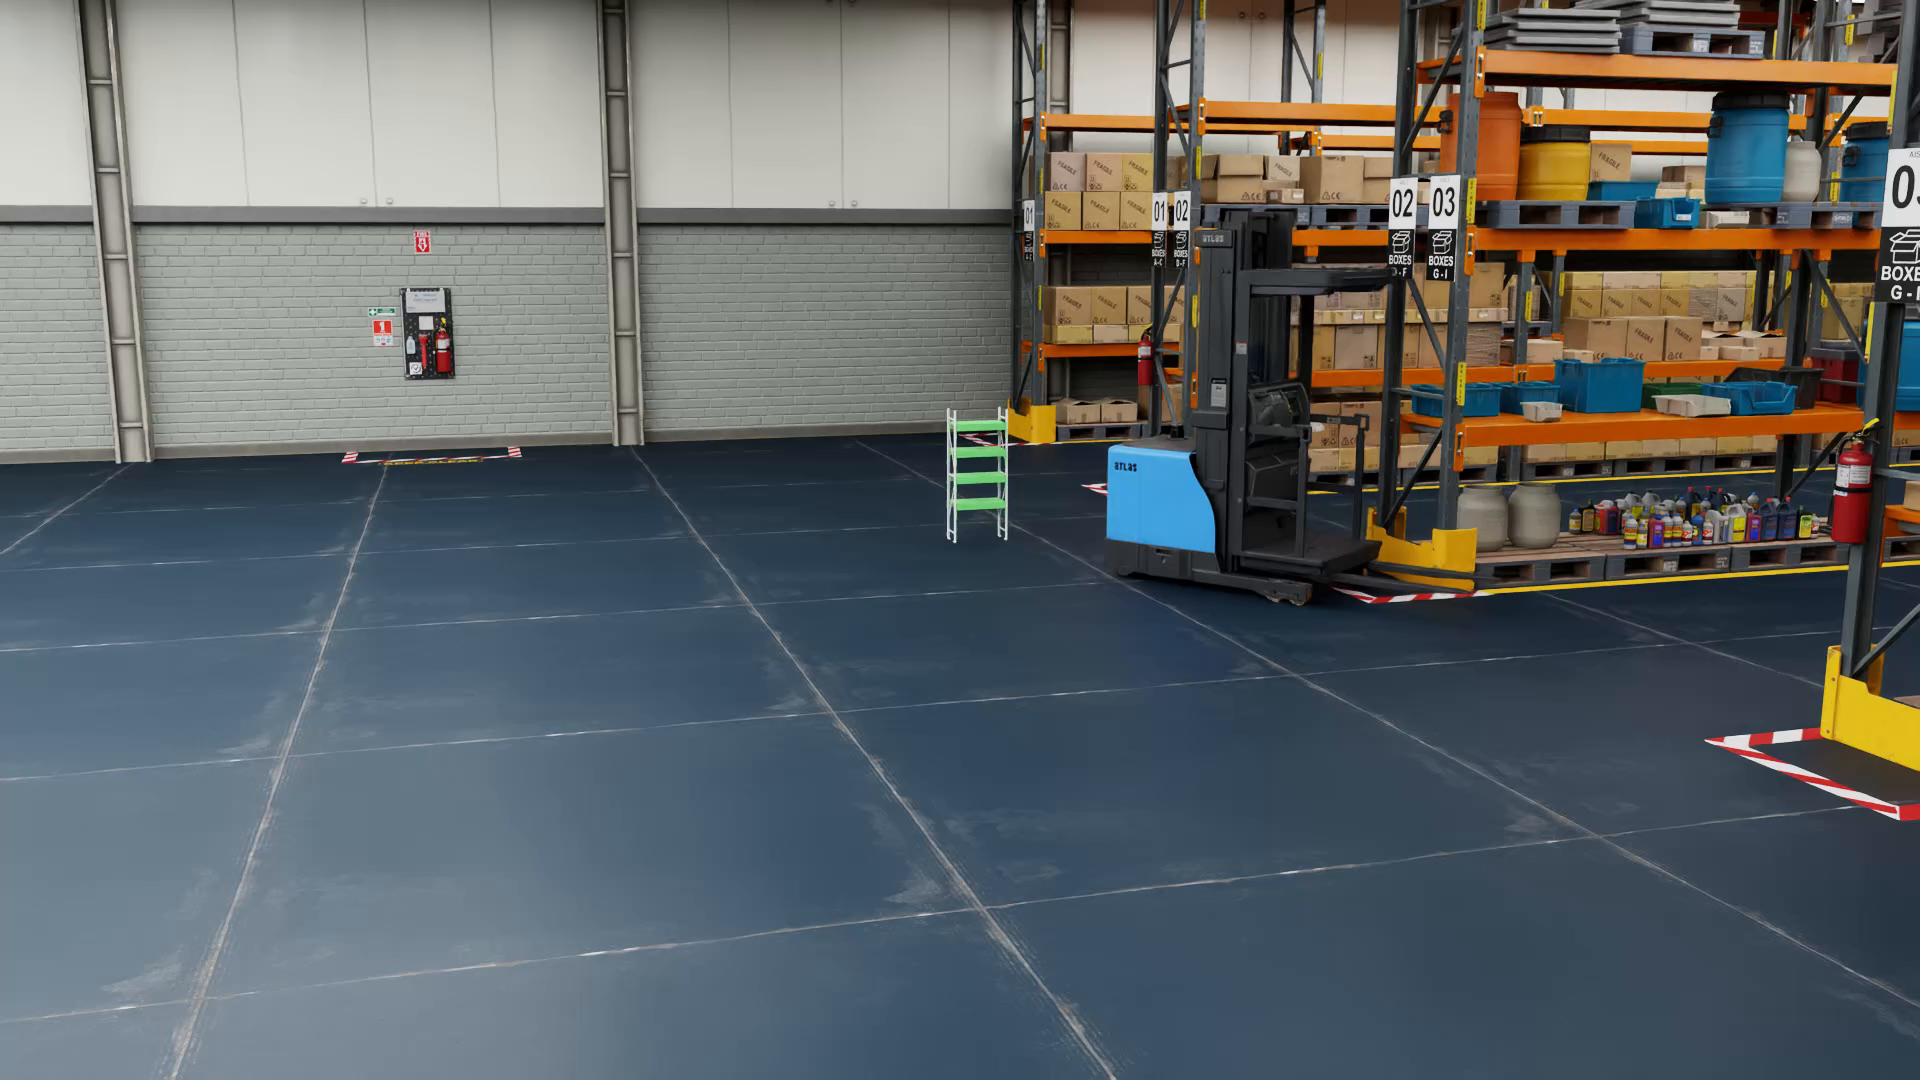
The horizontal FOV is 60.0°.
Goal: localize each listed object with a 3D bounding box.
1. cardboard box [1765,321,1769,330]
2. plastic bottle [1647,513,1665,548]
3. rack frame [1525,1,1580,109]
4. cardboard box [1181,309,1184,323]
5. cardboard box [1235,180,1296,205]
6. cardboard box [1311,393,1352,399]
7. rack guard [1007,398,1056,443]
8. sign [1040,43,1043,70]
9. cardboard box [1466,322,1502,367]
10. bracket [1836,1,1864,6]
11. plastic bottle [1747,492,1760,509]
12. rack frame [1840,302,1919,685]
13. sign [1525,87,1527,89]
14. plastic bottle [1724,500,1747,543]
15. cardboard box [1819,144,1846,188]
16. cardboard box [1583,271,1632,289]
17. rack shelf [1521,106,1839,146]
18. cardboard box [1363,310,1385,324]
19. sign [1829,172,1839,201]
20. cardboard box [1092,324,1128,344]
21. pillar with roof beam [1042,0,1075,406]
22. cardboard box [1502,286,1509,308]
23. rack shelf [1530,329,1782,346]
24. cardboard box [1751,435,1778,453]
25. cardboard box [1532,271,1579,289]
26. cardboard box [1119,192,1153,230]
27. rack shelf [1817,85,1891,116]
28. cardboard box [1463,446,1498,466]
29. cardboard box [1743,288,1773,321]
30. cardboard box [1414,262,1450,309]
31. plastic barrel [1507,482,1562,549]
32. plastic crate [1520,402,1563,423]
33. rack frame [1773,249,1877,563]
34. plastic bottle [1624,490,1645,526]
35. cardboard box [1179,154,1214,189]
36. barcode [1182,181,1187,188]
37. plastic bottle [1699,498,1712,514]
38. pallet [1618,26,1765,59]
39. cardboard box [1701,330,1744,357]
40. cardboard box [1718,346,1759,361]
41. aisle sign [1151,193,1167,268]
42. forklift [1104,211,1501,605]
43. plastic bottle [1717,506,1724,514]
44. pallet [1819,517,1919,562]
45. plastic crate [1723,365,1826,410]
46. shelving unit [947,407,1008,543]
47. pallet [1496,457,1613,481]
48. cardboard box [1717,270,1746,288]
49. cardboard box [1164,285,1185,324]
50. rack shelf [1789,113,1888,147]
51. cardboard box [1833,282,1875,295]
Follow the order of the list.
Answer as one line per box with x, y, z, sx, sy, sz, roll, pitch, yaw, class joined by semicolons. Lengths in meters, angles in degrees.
12.179;-3.301;25.536;0.250;0.149;0.380;-3;11;-15;cardboard box
5.722;-0.078;13.677;0.133;0.283;0.061;-3;11;-15;plastic bottle
8.584;-6.229;24.233;0.127;3.000;1.000;-3;11;-16;rack frame
2.604;-2.434;18.118;0.250;0.149;0.380;-3;11;-17;cardboard box
3.323;-3.794;18.157;0.500;0.250;0.500;-3;11;-16;cardboard box
4.159;-1.393;18.897;0.500;0.500;0.500;-3;11;-16;cardboard box
0.975;-1.649;22.824;0.348;0.500;1.175;-3;11;-16;rack guard
1.054;-6.228;21.430;0.005;0.325;0.100;-3;11;-16;sign
5.707;-2.241;18.863;0.500;0.500;0.700;-3;11;-17;cardboard box
15.826;-8.477;26.503;4.783;0.066;0.076;-3;11;-16;bracket
7.084;-0.289;14.855;0.097;0.271;0.097;0;10;0;plastic bottle
5.056;-0.291;8.545;0.127;3.000;1.000;-3;11;-16;rack frame
8.425;-6.863;24.657;0.005;0.325;0.100;-3;11;-16;sign
6.480;-0.159;13.931;0.185;0.351;0.144;-3;11;-16;plastic bottle
10.392;-4.455;19.842;0.500;0.500;0.500;-3;11;-16;cardboard box
9.607;-3.859;24.700;0.500;0.250;0.500;-3;11;-17;cardboard box
8.052;-4.717;19.108;4.000;0.370;1.077;-3;11;-16;rack shelf
4.456;-2.455;18.232;0.250;0.149;0.380;-3;11;-14;cardboard box
10.119;-4.089;19.248;0.005;0.325;0.100;-3;11;-16;sign
1.954;-2.808;22.579;0.500;0.250;0.500;-3;11;-18;cardboard box
2.536;-5.262;18.978;0.400;9.000;9.100;-3;11;-16;pillar with roof beam
7.606;-3.486;24.409;0.500;0.500;0.700;-4;11;-21;cardboard box
10.504;-3.026;25.391;4.000;0.370;1.077;-3;11;-16;rack shelf
9.535;-1.203;19.935;0.500;0.250;0.500;-3;11;-15;cardboard box
8.947;-3.921;25.040;0.500;0.250;0.500;-3;11;-14;cardboard box
2.316;-4.430;22.411;0.500;0.500;0.500;-2;11;-13;cardboard box
9.432;-3.855;14.430;4.000;0.370;1.077;-3;11;-16;rack shelf
5.747;-1.008;18.877;0.500;0.250;0.500;-3;11;-16;cardboard box
12.051;-3.619;25.473;0.500;0.500;0.500;-3;11;-17;cardboard box
5.222;-2.853;18.605;0.500;0.500;0.700;-3;11;-16;cardboard box
4.763;-0.207;13.800;0.421;0.512;0.421;0;10;0;plastic barrel
4.621;-1.012;13.188;0.250;0.136;0.298;-3;11;-16;plastic crate
7.512;-1.354;14.322;0.127;3.000;1.000;-3;11;-16;rack frame
5.853;-0.259;14.472;0.185;0.351;0.144;-3;11;-14;plastic bottle
3.316;-4.972;22.596;0.500;0.500;0.500;-3;11;-18;cardboard box
2.446;-3.873;18.115;0.075;0.075;0.001;-3;11;-16;barcode
6.516;-0.232;14.545;0.097;0.271;0.097;0;10;0;plastic bottle
5.555;-3.906;13.240;1.213;0.211;1.003;-3;11;-16;pallet
9.059;-2.363;20.045;0.500;0.311;0.500;-3;11;-17;cardboard box
9.185;-2.201;19.614;0.250;0.149;0.380;-3;11;-16;cardboard box
2.145;-3.339;17.924;0.004;0.787;0.394;-3;11;-16;aisle sign
2.660;-1.056;12.893;3.031;2.935;1.130;8;13;37;forklift
6.427;-0.143;14.027;0.133;0.283;0.061;-3;11;-16;plastic bottle
8.255;-0.029;14.827;1.213;0.211;1.003;-3;11;-16;pallet
6.974;-1.319;14.303;0.504;0.338;0.767;-3;11;-16;plastic crate
0.159;-0.598;15.187;0.503;1.200;0.258;-3;11;-16;shelving unit
6.828;-0.888;19.492;1.213;0.211;1.003;-3;11;-16;pallet
11.554;-3.963;25.269;0.500;0.250;0.500;-3;11;-15;cardboard box
2.912;-3.227;22.784;0.500;0.500;0.500;-3;11;-14;cardboard box
11.892;-4.919;20.207;4.000;0.370;1.077;-3;11;-16;rack shelf
14.348;-3.728;26.387;0.700;0.700;0.980;-4;11;-19;cardboard box
